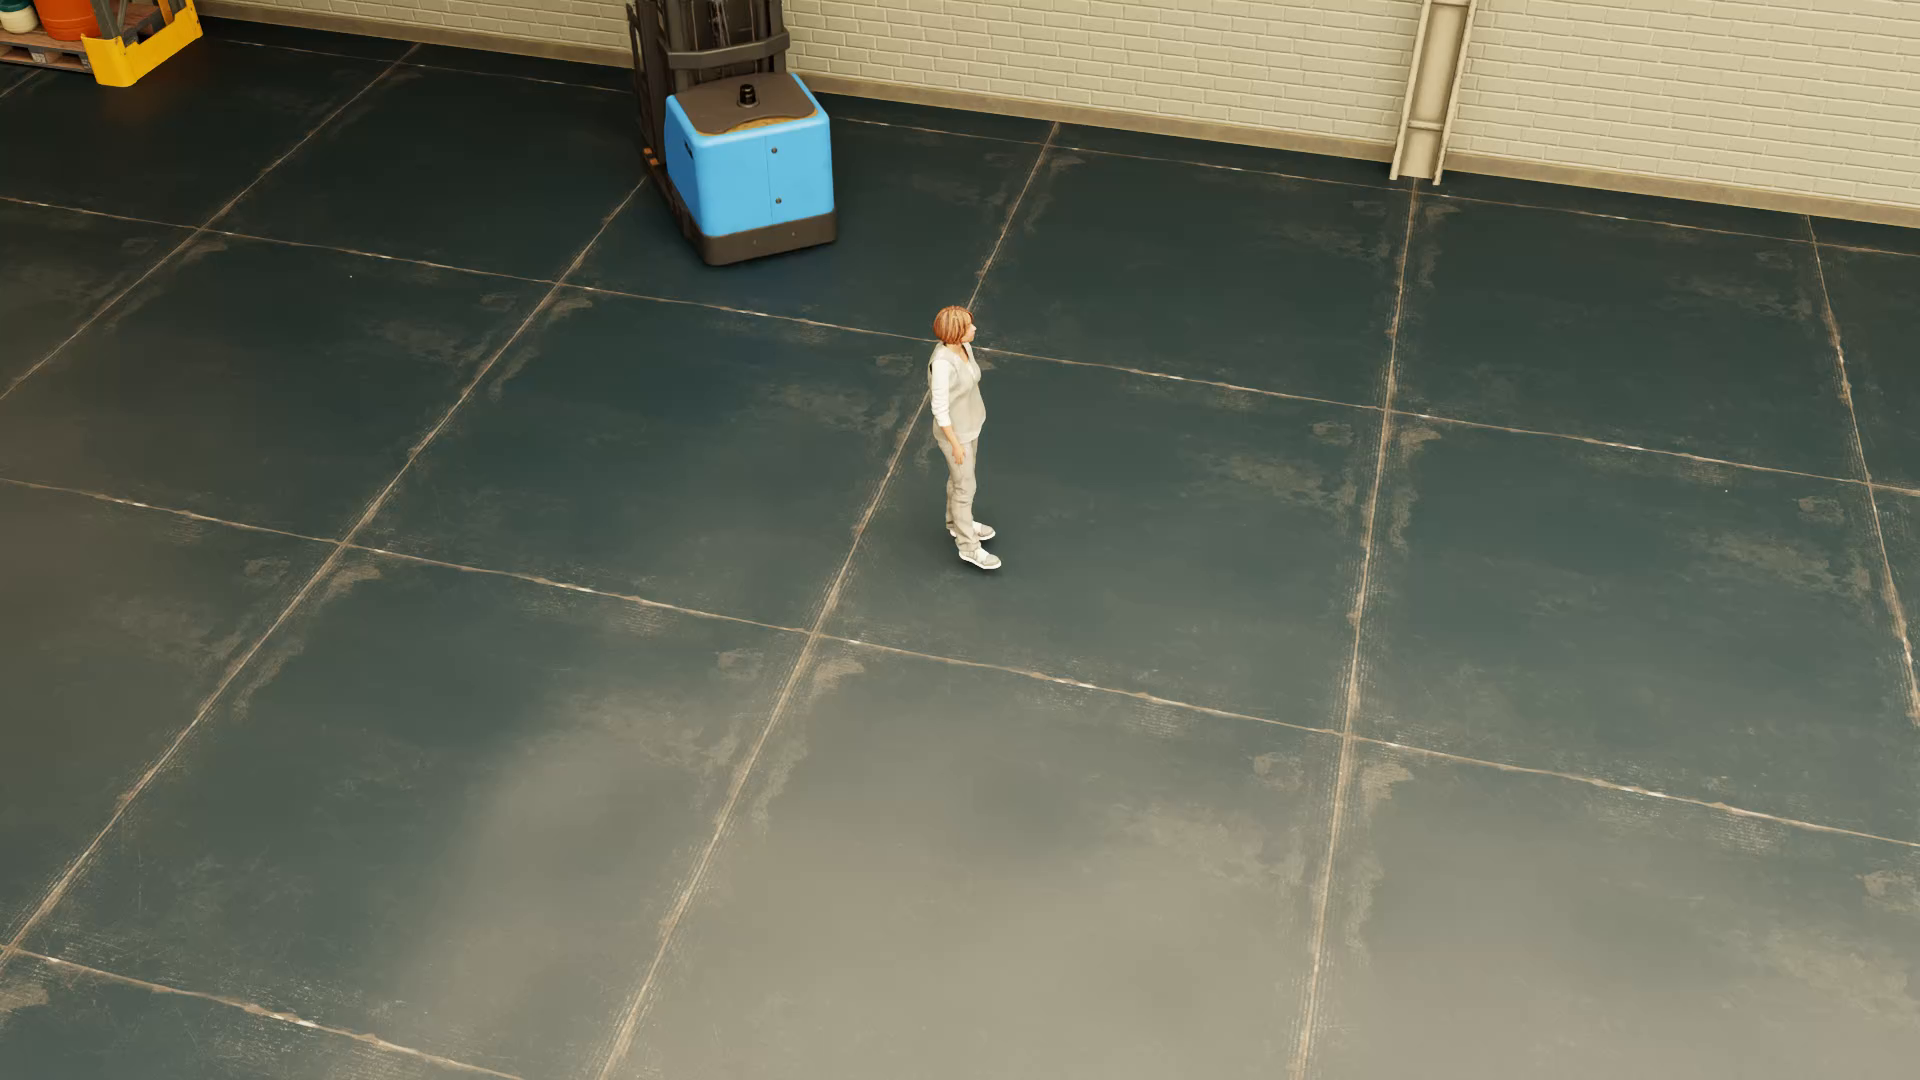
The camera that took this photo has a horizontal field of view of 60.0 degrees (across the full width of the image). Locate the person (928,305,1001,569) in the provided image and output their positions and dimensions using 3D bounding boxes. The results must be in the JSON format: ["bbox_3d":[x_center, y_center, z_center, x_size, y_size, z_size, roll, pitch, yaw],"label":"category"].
[{"bbox_3d":[0.068,-0.615,9.502,0.472,1.599,0.520,10,42,11],"label":"person"}]

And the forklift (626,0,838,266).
[{"bbox_3d":[-1.960,-4.108,12.548,1.130,2.935,3.031,-15,44,-17],"label":"forklift"}]
